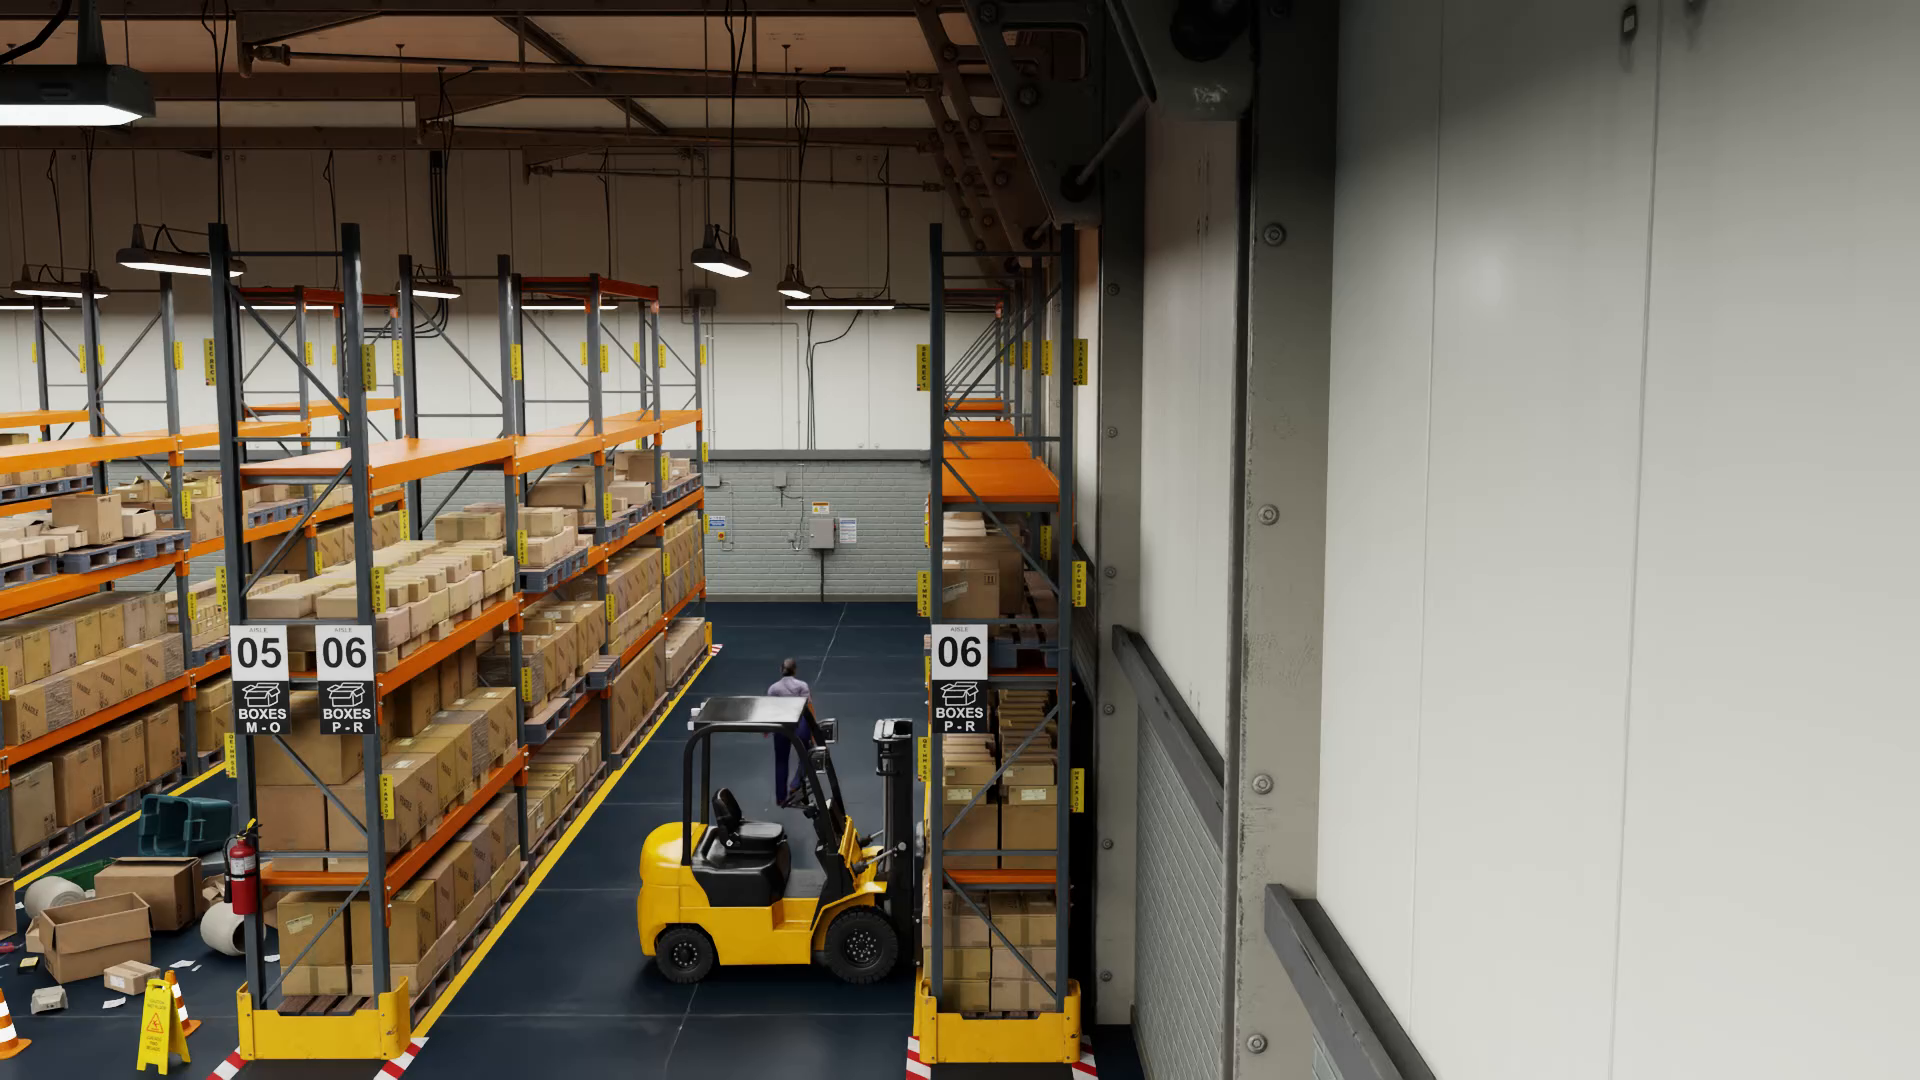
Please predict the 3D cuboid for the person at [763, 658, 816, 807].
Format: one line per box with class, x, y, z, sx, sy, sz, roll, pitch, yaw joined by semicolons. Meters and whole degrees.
person;-1.856;2.124;18.172;0.656;1.618;0.524;0;7;3
